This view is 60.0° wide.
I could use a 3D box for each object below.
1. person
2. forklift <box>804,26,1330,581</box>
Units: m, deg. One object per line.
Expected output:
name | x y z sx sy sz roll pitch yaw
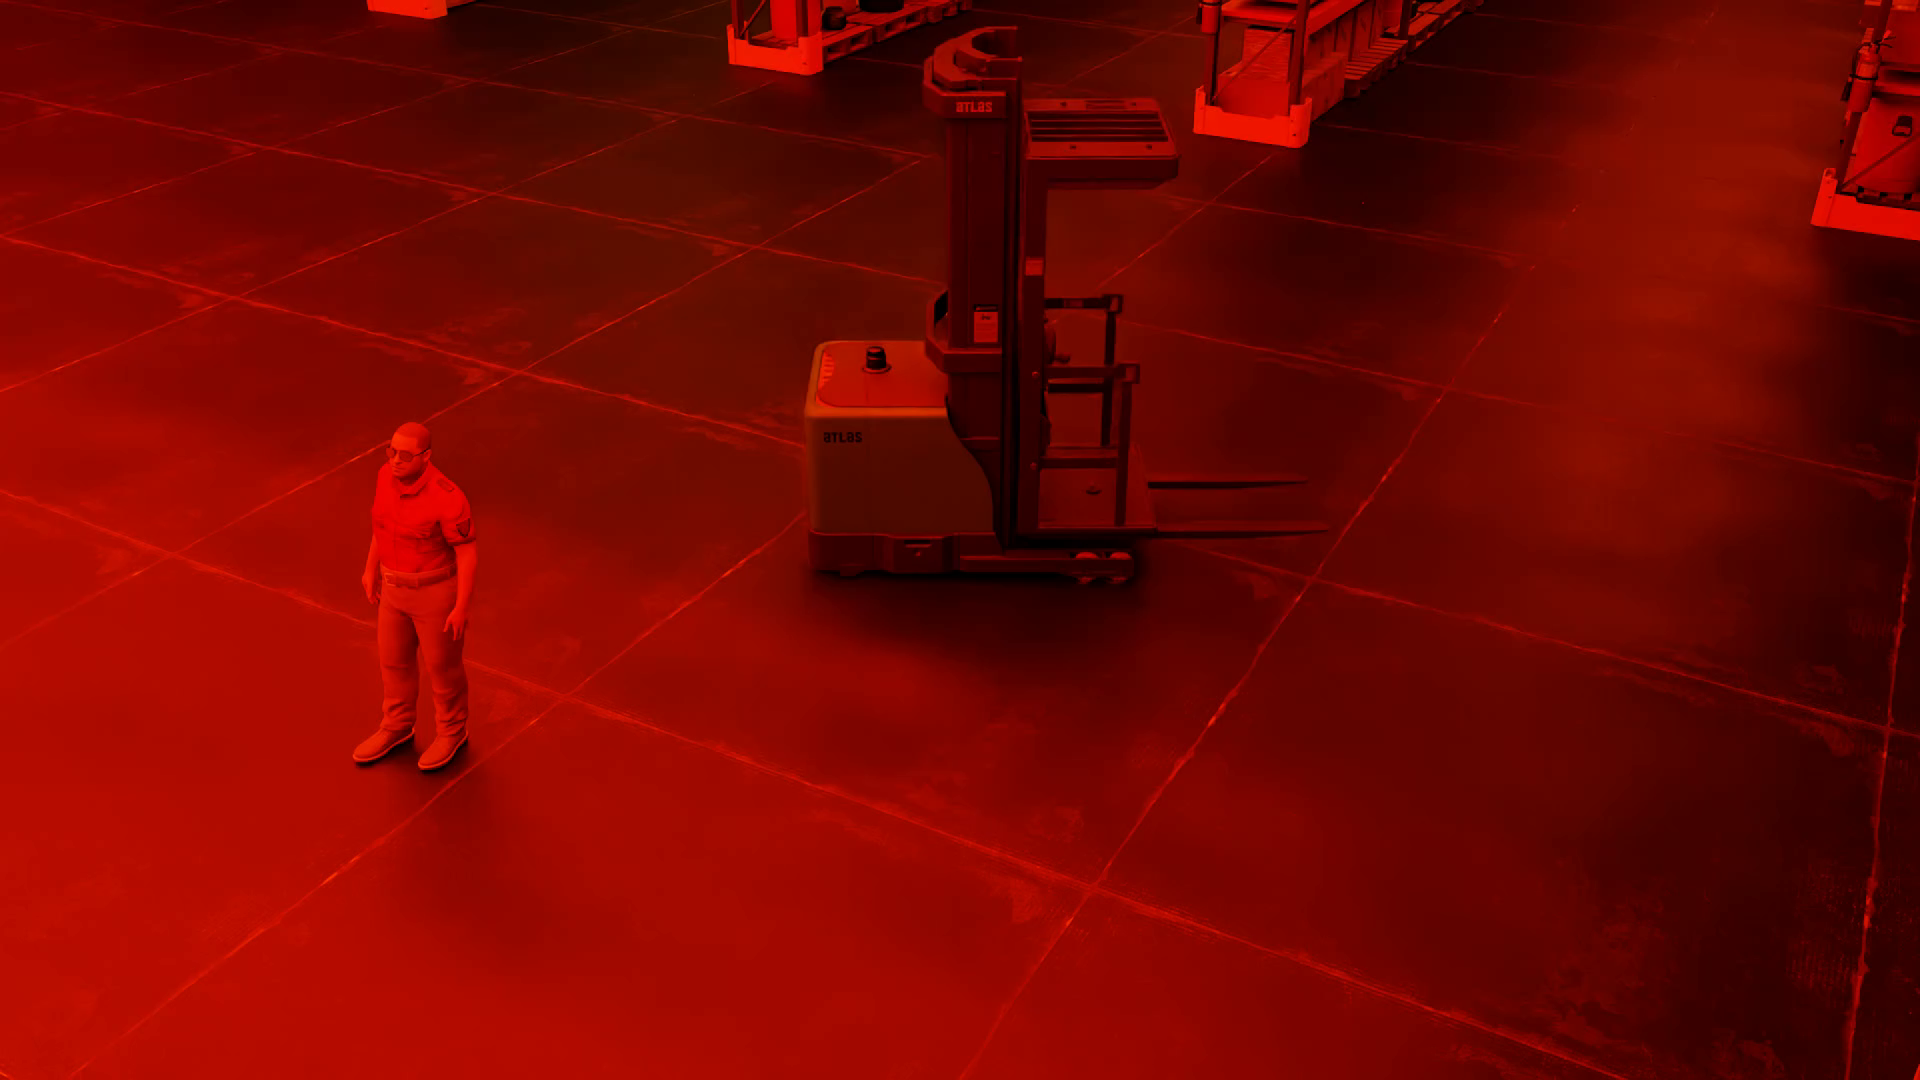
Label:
person | -2.578 0.286 7.763 0.640 1.727 0.551 16 33 25
forklift | 0.637 -1.298 9.320 3.031 2.935 1.130 0 30 0
